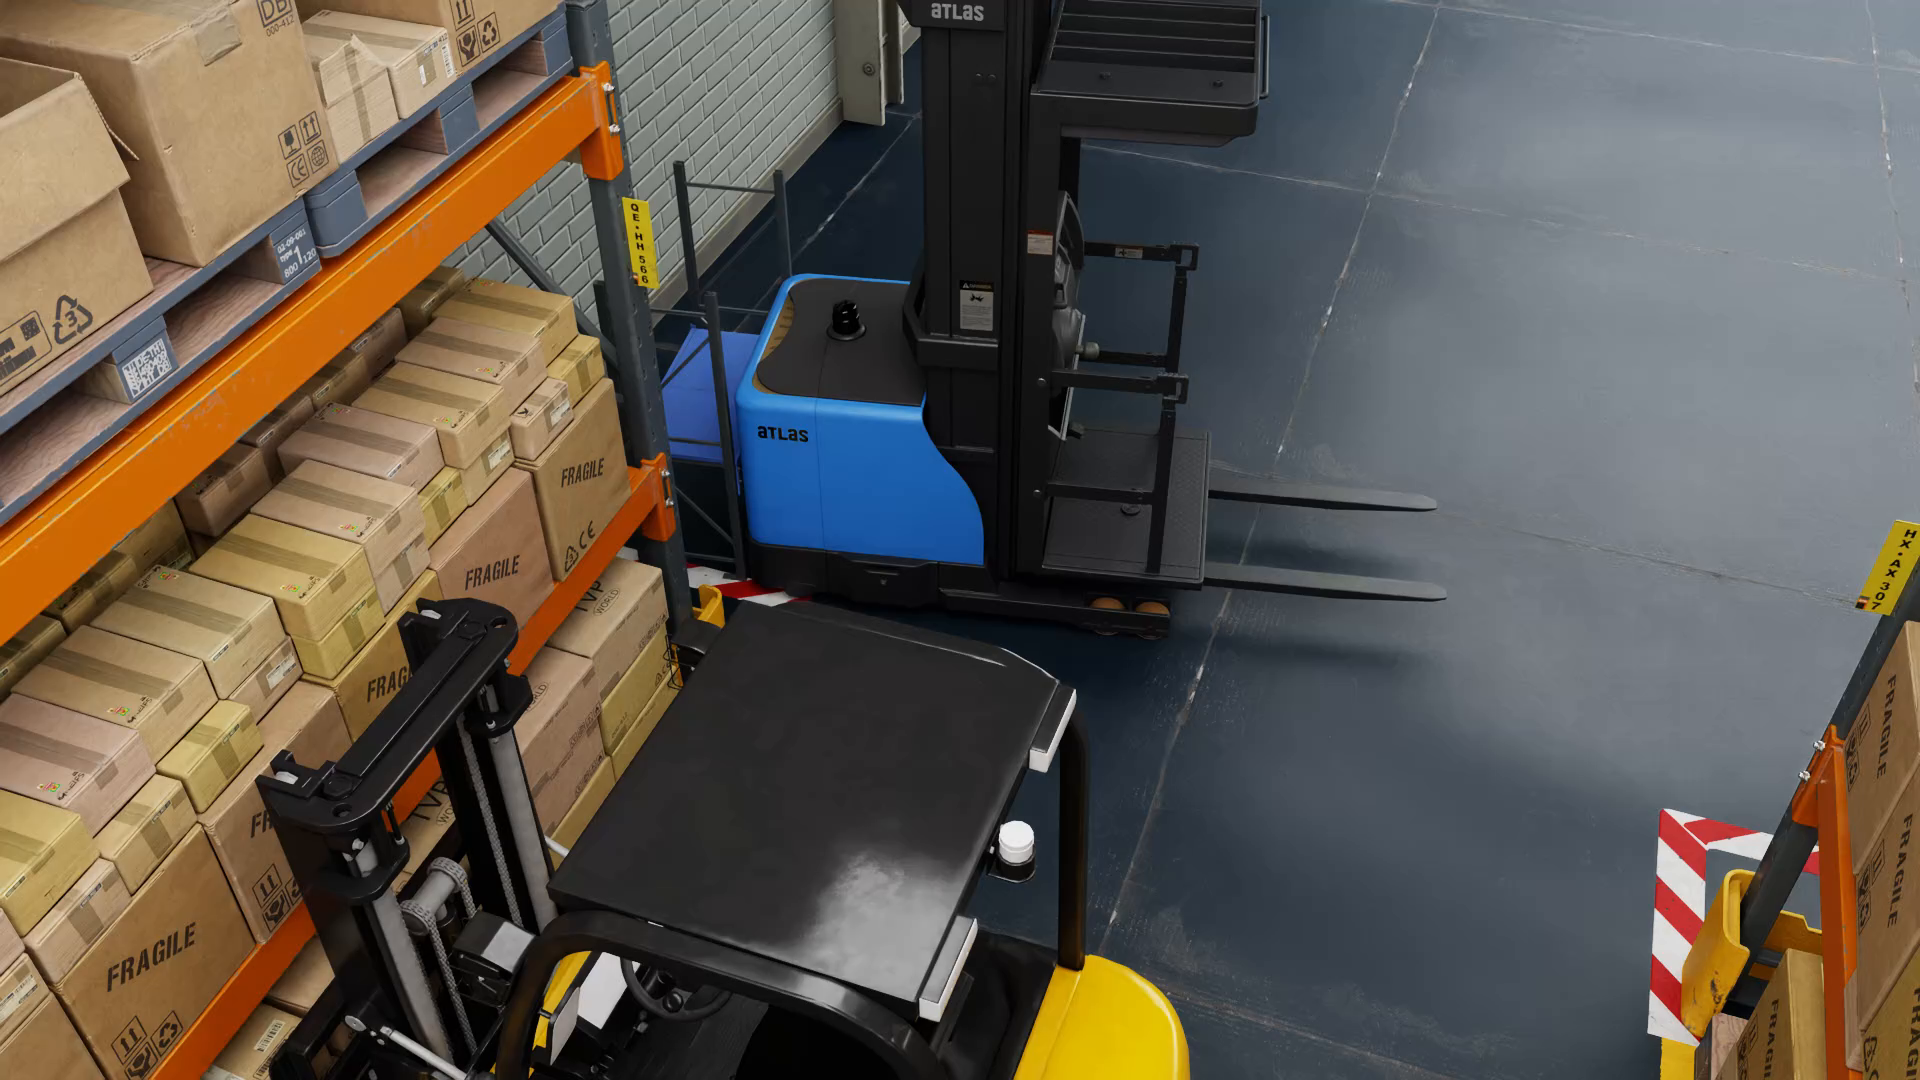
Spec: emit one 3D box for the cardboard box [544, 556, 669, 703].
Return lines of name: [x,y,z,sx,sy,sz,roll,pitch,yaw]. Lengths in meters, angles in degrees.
cardboard box: [-1.418,0.287,6.081,0.500,0.250,0.500,15,43,17]

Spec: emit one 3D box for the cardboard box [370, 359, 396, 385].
cardboard box: [-1.938,-0.540,5.449,0.380,0.149,0.250,13,42,15]

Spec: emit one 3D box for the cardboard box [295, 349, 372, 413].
cardboard box: [-2.068,-0.494,5.165,0.380,0.149,0.250,14,42,16]

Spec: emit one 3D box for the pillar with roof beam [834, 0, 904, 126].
pillar with roof beam: [3.458,-5.331,7.019,9.100,9.000,0.400,13,42,15]

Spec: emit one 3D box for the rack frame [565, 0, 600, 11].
rack frame: [-1.554,-2.852,4.113,1.000,3.000,0.127,13,42,15]

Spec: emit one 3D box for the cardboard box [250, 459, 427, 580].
cardboard box: [-1.737,-0.060,4.657,0.380,0.149,0.250,14,43,16]

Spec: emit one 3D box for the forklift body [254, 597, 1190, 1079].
forklift body: [-0.488,1.315,4.505,2.313,2.155,1.214,13,42,15]

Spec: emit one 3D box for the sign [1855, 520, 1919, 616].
sign: [2.602,0.080,4.631,0.100,0.325,0.005,13,42,15]

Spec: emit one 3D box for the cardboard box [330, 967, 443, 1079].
cardboard box: [-1.939,1.420,5.138,0.500,0.250,0.500,13,42,15]

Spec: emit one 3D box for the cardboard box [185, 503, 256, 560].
cardboard box: [-2.331,-0.101,4.934,0.380,0.149,0.250,14,42,15]

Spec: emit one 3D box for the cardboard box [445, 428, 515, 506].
cardboard box: [-1.615,-0.273,5.136,0.380,0.149,0.250,14,42,16]

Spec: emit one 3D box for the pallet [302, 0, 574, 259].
pallet: [-1.820,-1.251,4.616,1.003,0.211,1.213,13,42,15]

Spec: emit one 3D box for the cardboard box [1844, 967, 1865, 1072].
cardboard box: [2.431,1.232,4.142,0.380,0.149,0.250,14,42,16]

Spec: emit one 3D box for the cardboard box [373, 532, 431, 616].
cardboard box: [-1.757,0.049,4.759,0.380,0.149,0.250,12,42,14]

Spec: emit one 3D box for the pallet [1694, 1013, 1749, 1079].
pallet: [2.775,2.125,5.051,1.003,0.211,1.213,13,42,15]

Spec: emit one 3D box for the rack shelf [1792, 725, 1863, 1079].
rack shelf: [2.428,2.023,3.575,1.077,0.370,4.000,13,42,15]

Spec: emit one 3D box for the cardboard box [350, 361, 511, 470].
cardboard box: [-1.597,-0.379,5.031,0.380,0.149,0.250,14,42,16]

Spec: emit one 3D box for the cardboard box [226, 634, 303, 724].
cardboard box: [-1.995,0.339,4.418,0.380,0.149,0.250,13,42,15]

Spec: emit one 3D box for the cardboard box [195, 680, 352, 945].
cardboard box: [-1.998,0.687,4.510,0.500,0.500,0.500,14,42,15]

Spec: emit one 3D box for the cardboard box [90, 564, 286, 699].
cardboard box: [-1.997,0.235,4.311,0.380,0.149,0.250,14,42,16]

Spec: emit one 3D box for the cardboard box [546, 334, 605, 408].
cardboard box: [-1.409,-0.581,5.496,0.380,0.149,0.250,14,42,16]

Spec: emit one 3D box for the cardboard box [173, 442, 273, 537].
cardboard box: [-2.233,-0.180,4.797,0.380,0.149,0.250,15,43,16]

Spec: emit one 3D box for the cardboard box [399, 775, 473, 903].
cardboard box: [-1.751,0.909,5.351,0.500,0.250,0.500,14,42,16]

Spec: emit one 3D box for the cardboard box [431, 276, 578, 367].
cardboard box: [-1.478,-0.702,5.410,0.380,0.149,0.250,13,42,15]

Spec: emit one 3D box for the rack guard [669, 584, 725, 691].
rack guard: [-1.546,0.367,6.888,1.175,0.500,0.348,13,42,15]

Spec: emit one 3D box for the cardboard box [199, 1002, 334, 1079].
cardboard box: [-2.118,1.535,4.618,0.500,0.250,0.500,15,43,17]

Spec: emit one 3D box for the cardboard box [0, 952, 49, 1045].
cardboard box: [-2.261,0.992,3.653,0.380,0.149,0.250,14,42,16]

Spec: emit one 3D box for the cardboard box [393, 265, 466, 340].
cardboard box: [-1.869,-0.810,5.536,0.380,0.149,0.250,13,42,14]

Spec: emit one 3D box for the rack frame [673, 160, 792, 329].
rack frame: [-1.020,-1.072,7.804,0.500,1.500,0.032,7,41,8]

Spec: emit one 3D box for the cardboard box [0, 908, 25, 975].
cardboard box: [-2.266,0.872,3.564,0.380,0.149,0.250,14,42,16]

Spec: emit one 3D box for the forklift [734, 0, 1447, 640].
forklift: [0.623,-1.055,6.682,3.031,2.935,1.130,5,41,6]

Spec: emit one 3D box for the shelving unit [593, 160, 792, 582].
shelving unit: [-1.112,-0.747,7.424,0.538,1.500,1.048,7,41,8]

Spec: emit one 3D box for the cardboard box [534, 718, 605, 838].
cardboard box: [-1.608,0.796,5.869,0.500,0.250,0.500,13,42,15]

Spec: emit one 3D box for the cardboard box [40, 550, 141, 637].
cardboard box: [-2.425,0.127,4.438,0.380,0.149,0.250,13,42,15]

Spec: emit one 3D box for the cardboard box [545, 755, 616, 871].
cardboard box: [-1.597,0.975,6.045,0.500,0.250,0.500,13,42,15]

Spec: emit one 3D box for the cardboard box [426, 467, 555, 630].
cardboard box: [-1.662,0.065,5.239,0.500,0.500,0.500,15,43,16]

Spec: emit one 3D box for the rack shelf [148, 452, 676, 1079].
rack shelf: [-2.238,0.924,4.864,1.077,0.370,4.000,13,42,15]

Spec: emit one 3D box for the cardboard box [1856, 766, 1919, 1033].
cardboard box: [2.515,0.923,4.005,0.500,0.500,0.500,15,43,16]

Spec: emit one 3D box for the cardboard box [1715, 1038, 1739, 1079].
cardboard box: [2.576,1.847,5.023,0.500,0.250,0.500,13,42,15]

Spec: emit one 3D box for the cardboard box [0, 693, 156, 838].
cardboard box: [-2.168,0.540,3.953,0.380,0.149,0.250,13,42,15]

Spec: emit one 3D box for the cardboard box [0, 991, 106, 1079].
cardboard box: [-2.362,1.298,3.794,0.500,0.500,0.500,14,42,16]

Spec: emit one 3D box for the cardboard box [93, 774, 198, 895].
cardboard box: [-2.101,0.675,4.024,0.380,0.149,0.250,12,42,14]

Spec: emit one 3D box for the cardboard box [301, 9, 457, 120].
cardboard box: [-1.552,-1.240,4.328,0.380,0.149,0.250,12,42,14]

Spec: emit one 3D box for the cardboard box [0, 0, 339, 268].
cardboard box: [-1.920,-1.020,3.799,0.700,0.500,0.500,14,42,15]
